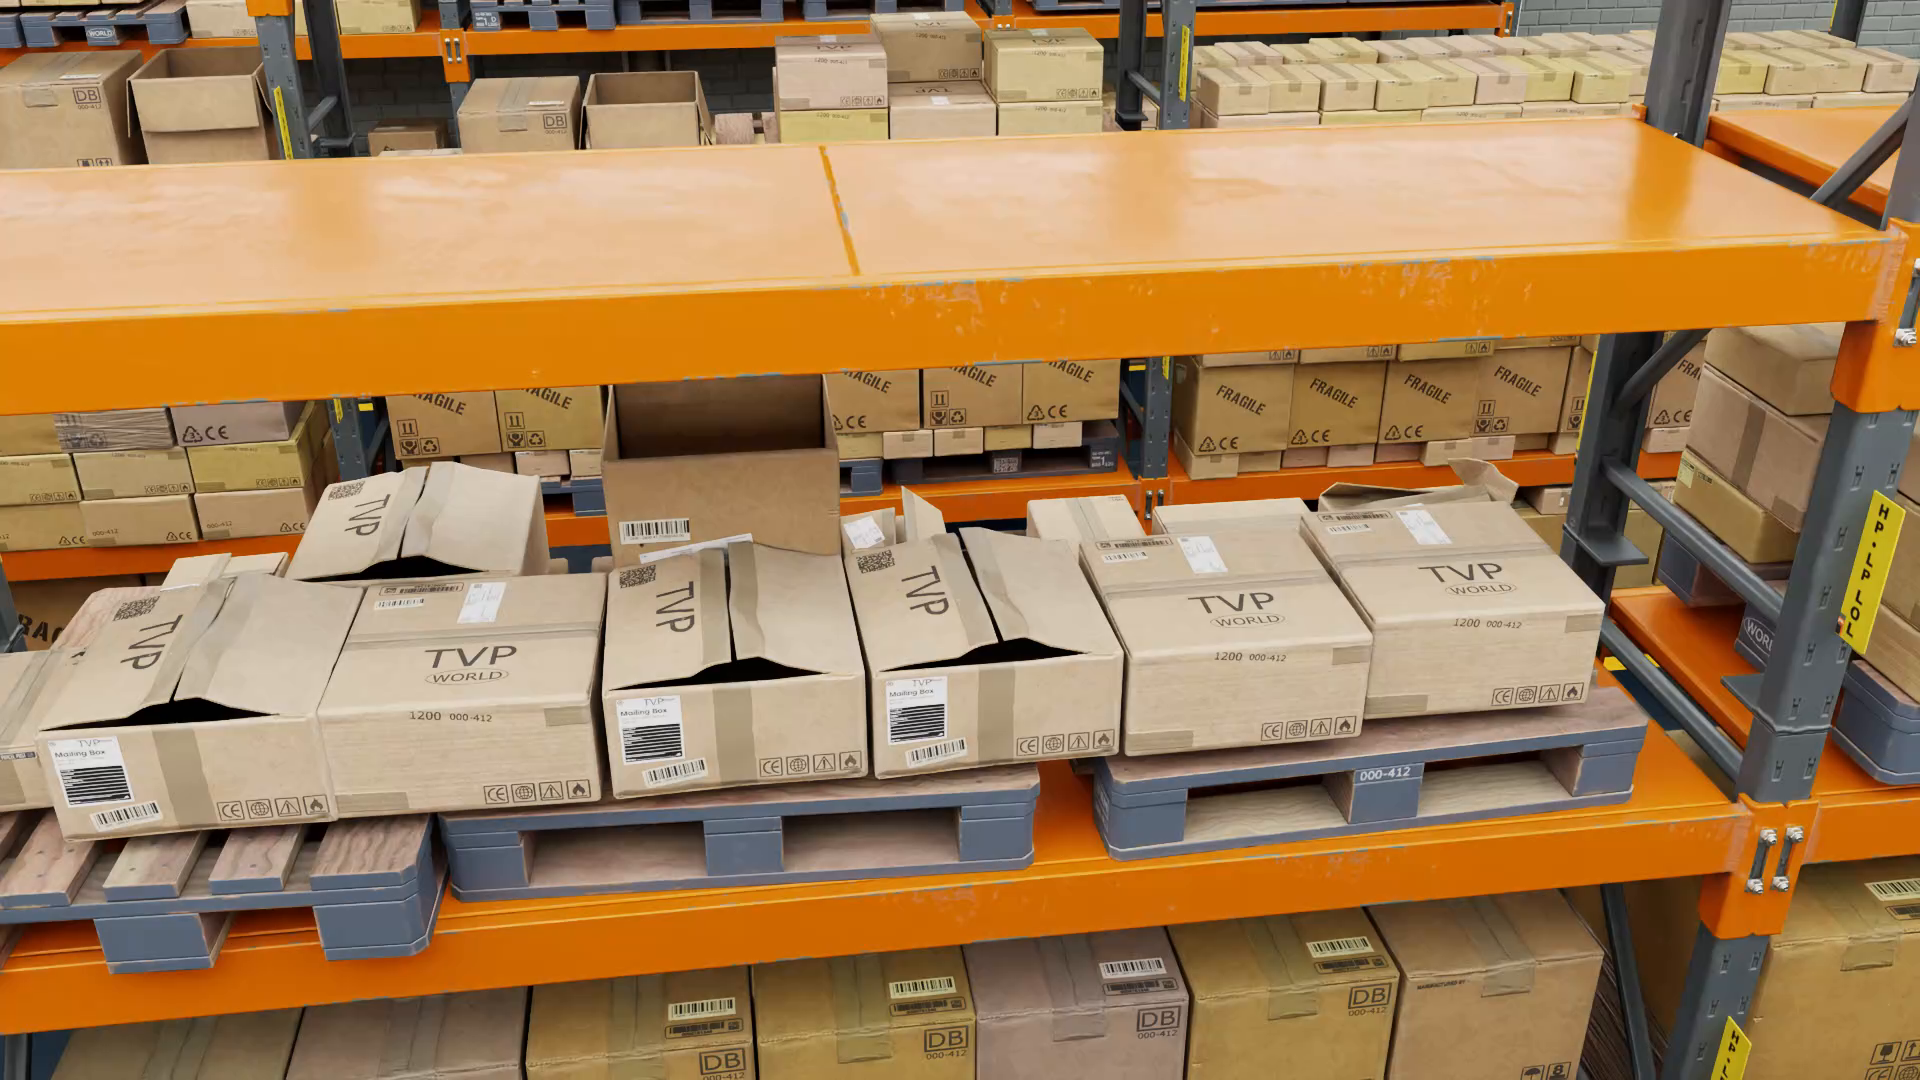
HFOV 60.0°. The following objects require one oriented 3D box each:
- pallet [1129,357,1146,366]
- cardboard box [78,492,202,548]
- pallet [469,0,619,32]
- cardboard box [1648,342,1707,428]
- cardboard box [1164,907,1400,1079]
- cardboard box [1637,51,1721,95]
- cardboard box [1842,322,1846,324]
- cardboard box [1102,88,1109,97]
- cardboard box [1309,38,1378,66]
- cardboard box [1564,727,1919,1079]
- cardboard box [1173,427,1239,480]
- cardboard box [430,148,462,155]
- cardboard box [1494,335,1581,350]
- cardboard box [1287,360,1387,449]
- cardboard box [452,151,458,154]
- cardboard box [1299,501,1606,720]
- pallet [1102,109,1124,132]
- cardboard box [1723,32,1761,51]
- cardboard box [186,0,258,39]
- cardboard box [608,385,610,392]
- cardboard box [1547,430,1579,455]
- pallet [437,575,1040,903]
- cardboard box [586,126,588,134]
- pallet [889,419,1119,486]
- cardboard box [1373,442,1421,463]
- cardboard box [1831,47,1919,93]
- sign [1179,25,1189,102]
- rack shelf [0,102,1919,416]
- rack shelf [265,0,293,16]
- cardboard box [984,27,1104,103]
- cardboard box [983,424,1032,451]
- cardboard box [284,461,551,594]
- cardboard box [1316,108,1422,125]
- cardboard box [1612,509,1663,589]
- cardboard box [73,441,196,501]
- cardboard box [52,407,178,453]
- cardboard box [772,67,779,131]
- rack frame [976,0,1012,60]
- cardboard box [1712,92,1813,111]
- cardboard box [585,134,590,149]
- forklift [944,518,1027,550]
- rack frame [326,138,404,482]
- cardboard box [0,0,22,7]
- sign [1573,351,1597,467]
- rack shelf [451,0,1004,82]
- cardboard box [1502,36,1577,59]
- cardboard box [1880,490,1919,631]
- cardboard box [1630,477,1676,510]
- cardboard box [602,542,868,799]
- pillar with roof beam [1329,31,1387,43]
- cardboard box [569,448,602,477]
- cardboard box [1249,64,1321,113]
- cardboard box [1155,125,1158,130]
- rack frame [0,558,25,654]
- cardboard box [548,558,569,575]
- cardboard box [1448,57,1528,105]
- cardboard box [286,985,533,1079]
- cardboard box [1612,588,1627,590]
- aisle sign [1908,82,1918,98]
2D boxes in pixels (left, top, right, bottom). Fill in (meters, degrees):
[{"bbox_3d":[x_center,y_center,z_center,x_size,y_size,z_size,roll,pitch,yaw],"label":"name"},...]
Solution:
[{"bbox_3d":[1.048,-1.740,14.113,1.213,0.211,1.003,-4,27,-7],"label":"pallet"},{"bbox_3d":[-3.979,-0.195,8.211,0.500,0.250,0.500,-3,27,-6],"label":"cardboard box"},{"bbox_3d":[-3.046,-4.029,12.440,1.003,0.211,1.213,-2,27,-5],"label":"pallet"},{"bbox_3d":[3.916,-0.948,9.079,0.500,0.500,0.500,-4,27,-7],"label":"cardboard box"},{"bbox_3d":[0.740,1.104,4.310,0.500,0.500,0.700,-4,27,-8],"label":"cardboard box"},{"bbox_3d":[3.605,-2.354,8.370,0.250,0.149,0.380,-4,27,-7],"label":"cardboard box"},{"bbox_3d":[2.308,-0.466,4.122,0.250,0.149,0.380,-4,27,-7],"label":"cardboard box"},{"bbox_3d":[1.044,-3.592,13.520,0.250,0.149,0.380,-4,27,-8],"label":"cardboard box"},{"bbox_3d":[1.989,-2.505,8.665,0.250,0.149,0.380,-3,27,-6],"label":"cardboard box"},{"bbox_3d":[2.110,0.971,4.428,0.550,0.550,0.875,-4,27,-7],"label":"cardboard box"},{"bbox_3d":[1.307,-0.469,8.855,0.250,0.149,0.380,-4,27,-7],"label":"cardboard box"},{"bbox_3d":[-2.483,-1.808,8.180,0.250,0.149,0.380,-4,27,-7],"label":"cardboard box"},{"bbox_3d":[2.930,-1.374,8.813,0.500,0.500,0.700,-4,27,-7],"label":"cardboard box"},{"bbox_3d":[1.919,-0.827,8.843,0.500,0.500,0.500,-4,27,-7],"label":"cardboard box"},{"bbox_3d":[-2.422,-1.685,7.813,0.258,0.266,0.396,-4,27,-7],"label":"cardboard box"},{"bbox_3d":[1.063,0.144,3.695,0.500,0.250,0.500,-3,27,-7],"label":"cardboard box"},{"bbox_3d":[0.324,-1.965,8.417,1.003,0.211,1.213,-4,27,-7],"label":"pallet"},{"bbox_3d":[4.027,-2.596,8.842,0.250,0.149,0.380,-4,27,-7],"label":"cardboard box"},{"bbox_3d":[-5.174,-3.756,11.865,0.500,0.250,0.500,-4,27,-7],"label":"cardboard box"},{"bbox_3d":[-1.493,-0.812,8.354,0.500,0.500,0.500,-3,27,-6],"label":"cardboard box"},{"bbox_3d":[3.314,-0.615,9.140,0.250,0.149,0.380,-4,27,-8],"label":"cardboard box"},{"bbox_3d":[-0.484,0.392,3.823,1.213,0.211,1.003,-2,27,-5],"label":"pallet"},{"bbox_3d":[-2.904,-3.196,13.075,0.250,0.149,0.380,-4,27,-7],"label":"cardboard box"},{"bbox_3d":[0.173,-0.637,9.119,1.213,0.211,1.003,-4,27,-7],"label":"pallet"},{"bbox_3d":[2.318,-0.570,9.053,0.250,0.149,0.380,-4,27,-7],"label":"cardboard box"},{"bbox_3d":[4.617,-2.382,8.426,0.250,0.149,0.380,-3,27,-7],"label":"cardboard box"},{"bbox_3d":[1.031,-2.195,7.660,0.005,0.325,0.100,-4,27,-7],"label":"sign"},{"bbox_3d":[-0.241,-0.518,3.331,4.000,0.370,1.077,-4,27,-7],"label":"rack shelf"},{"bbox_3d":[-1.030,-2.749,7.680,4.000,0.370,1.077,-4,27,-7],"label":"rack shelf"},{"bbox_3d":[0.394,-2.288,7.997,0.500,0.250,0.500,-3,27,-6],"label":"cardboard box"},{"bbox_3d":[0.215,-0.614,8.679,0.250,0.149,0.380,-4,28,-9],"label":"cardboard box"},{"bbox_3d":[-1.228,0.052,3.808,0.500,0.311,0.500,-4,27,-7],"label":"cardboard box"},{"bbox_3d":[1.933,-2.047,8.209,0.500,0.250,0.500,-4,27,-8],"label":"cardboard box"},{"bbox_3d":[3.638,-0.053,9.501,0.500,0.500,0.500,-3,27,-5],"label":"cardboard box"},{"bbox_3d":[-3.962,-0.427,8.115,0.500,0.250,0.500,-4,27,-8],"label":"cardboard box"},{"bbox_3d":[-3.993,-0.753,7.929,0.500,0.500,0.500,-3,27,-6],"label":"cardboard box"},{"bbox_3d":[-0.682,-2.229,8.430,0.500,0.250,0.500,-4,27,-8],"label":"cardboard box"},{"bbox_3d":[0.255,-2.949,13.414,0.127,3.000,1.000,-4,27,-7],"label":"rack frame"},{"bbox_3d":[3.942,-2.180,8.469,0.500,0.250,0.500,-4,27,-8],"label":"cardboard box"},{"bbox_3d":[-2.834,-2.960,12.616,0.250,0.149,0.380,-3,27,-6],"label":"cardboard box"},{"bbox_3d":[-0.047,-1.591,10.842,1.130,2.935,3.031,-2,27,-4],"label":"forklift"},{"bbox_3d":[-3.011,-0.451,8.546,0.127,3.000,1.000,-4,27,-7],"label":"rack frame"},{"bbox_3d":[-6.555,-3.772,11.438,0.250,0.149,0.380,-3,27,-6],"label":"cardboard box"},{"bbox_3d":[1.661,-0.325,4.361,0.005,0.325,0.100,-4,27,-7],"label":"sign"},{"bbox_3d":[-1.726,-3.836,12.646,4.000,0.370,1.077,-4,27,-7],"label":"rack shelf"},{"bbox_3d":[3.020,-2.524,8.703,0.250,0.149,0.380,-3,27,-6],"label":"cardboard box"},{"bbox_3d":[2.263,-0.010,3.670,0.500,0.250,0.500,-4,27,-7],"label":"cardboard box"},{"bbox_3d":[3.800,-0.323,9.316,0.250,0.149,0.380,-3,27,-6],"label":"cardboard box"},{"bbox_3d":[-0.469,0.243,3.436,0.500,0.311,0.500,-4,27,-8],"label":"cardboard box"},{"bbox_3d":[4.001,-4.290,9.455,0.400,9.000,9.100,-4,27,-7],"label":"pillar with roof beam"},{"bbox_3d":[-1.826,-0.470,8.398,0.250,0.149,0.380,-4,27,-7],"label":"cardboard box"},{"bbox_3d":[1.561,-2.185,8.041,0.250,0.149,0.380,-3,27,-6],"label":"cardboard box"},{"bbox_3d":[1.632,-3.228,13.138,0.250,0.149,0.380,-4,27,-8],"label":"cardboard box"},{"bbox_3d":[-2.221,-0.889,2.828,0.127,3.000,1.000,-4,27,-7],"label":"rack frame"},{"bbox_3d":[-2.450,0.500,9.111,0.625,0.372,0.950,-5,28,-11],"label":"cardboard box"},{"bbox_3d":[2.590,-2.263,8.193,0.250,0.149,0.380,-4,27,-8],"label":"cardboard box"},{"bbox_3d":[-1.275,1.234,4.057,0.500,0.500,0.700,-4,27,-8],"label":"cardboard box"},{"bbox_3d":[3.634,0.279,9.675,0.500,0.250,0.500,-4,27,-7],"label":"cardboard box"},{"bbox_3d":[5.013,-1.989,8.696,0.004,0.787,0.394,-4,27,-7],"label":"aisle sign"}]
